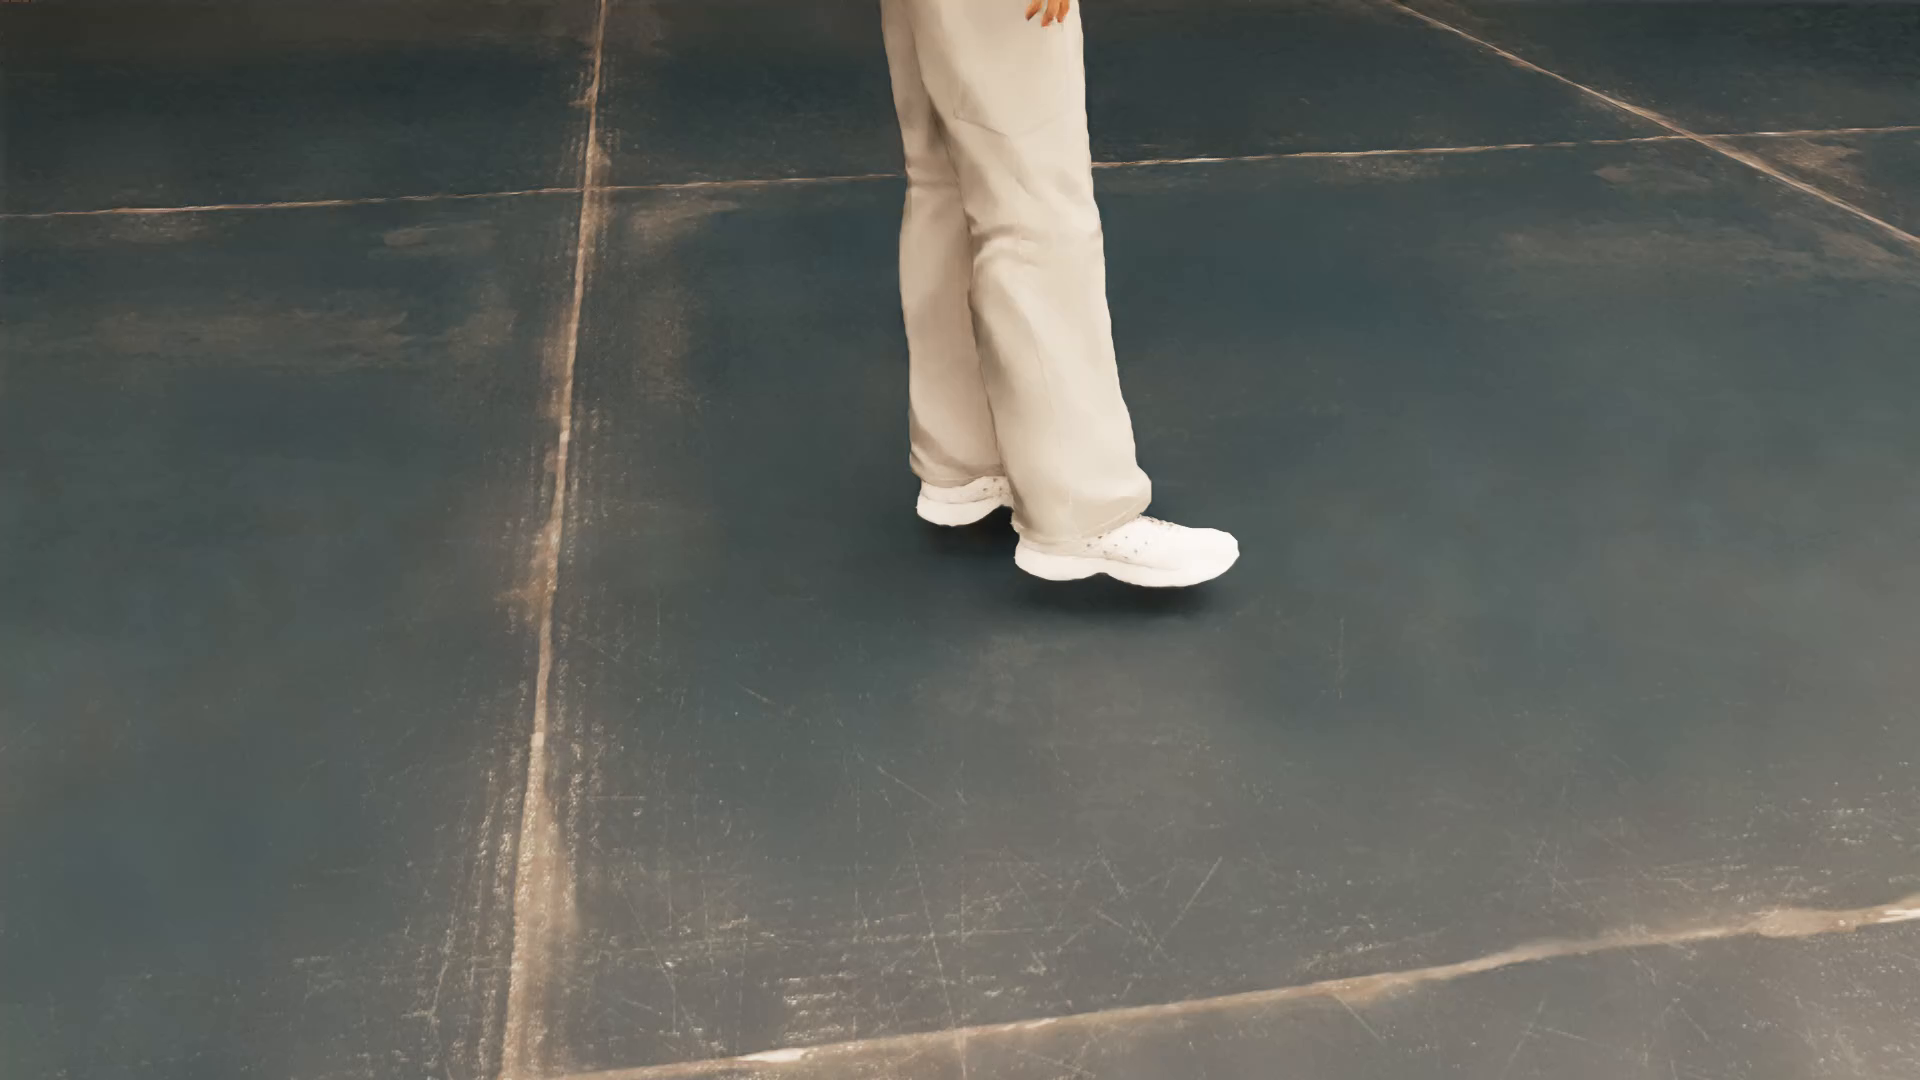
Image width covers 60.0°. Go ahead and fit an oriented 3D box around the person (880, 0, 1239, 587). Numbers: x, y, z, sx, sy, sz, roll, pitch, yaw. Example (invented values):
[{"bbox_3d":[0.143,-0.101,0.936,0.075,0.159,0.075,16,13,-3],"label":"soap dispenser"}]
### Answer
[{"bbox_3d":[0.074,-0.781,2.085,0.549,1.673,0.550,-5,28,-9],"label":"person"}]
